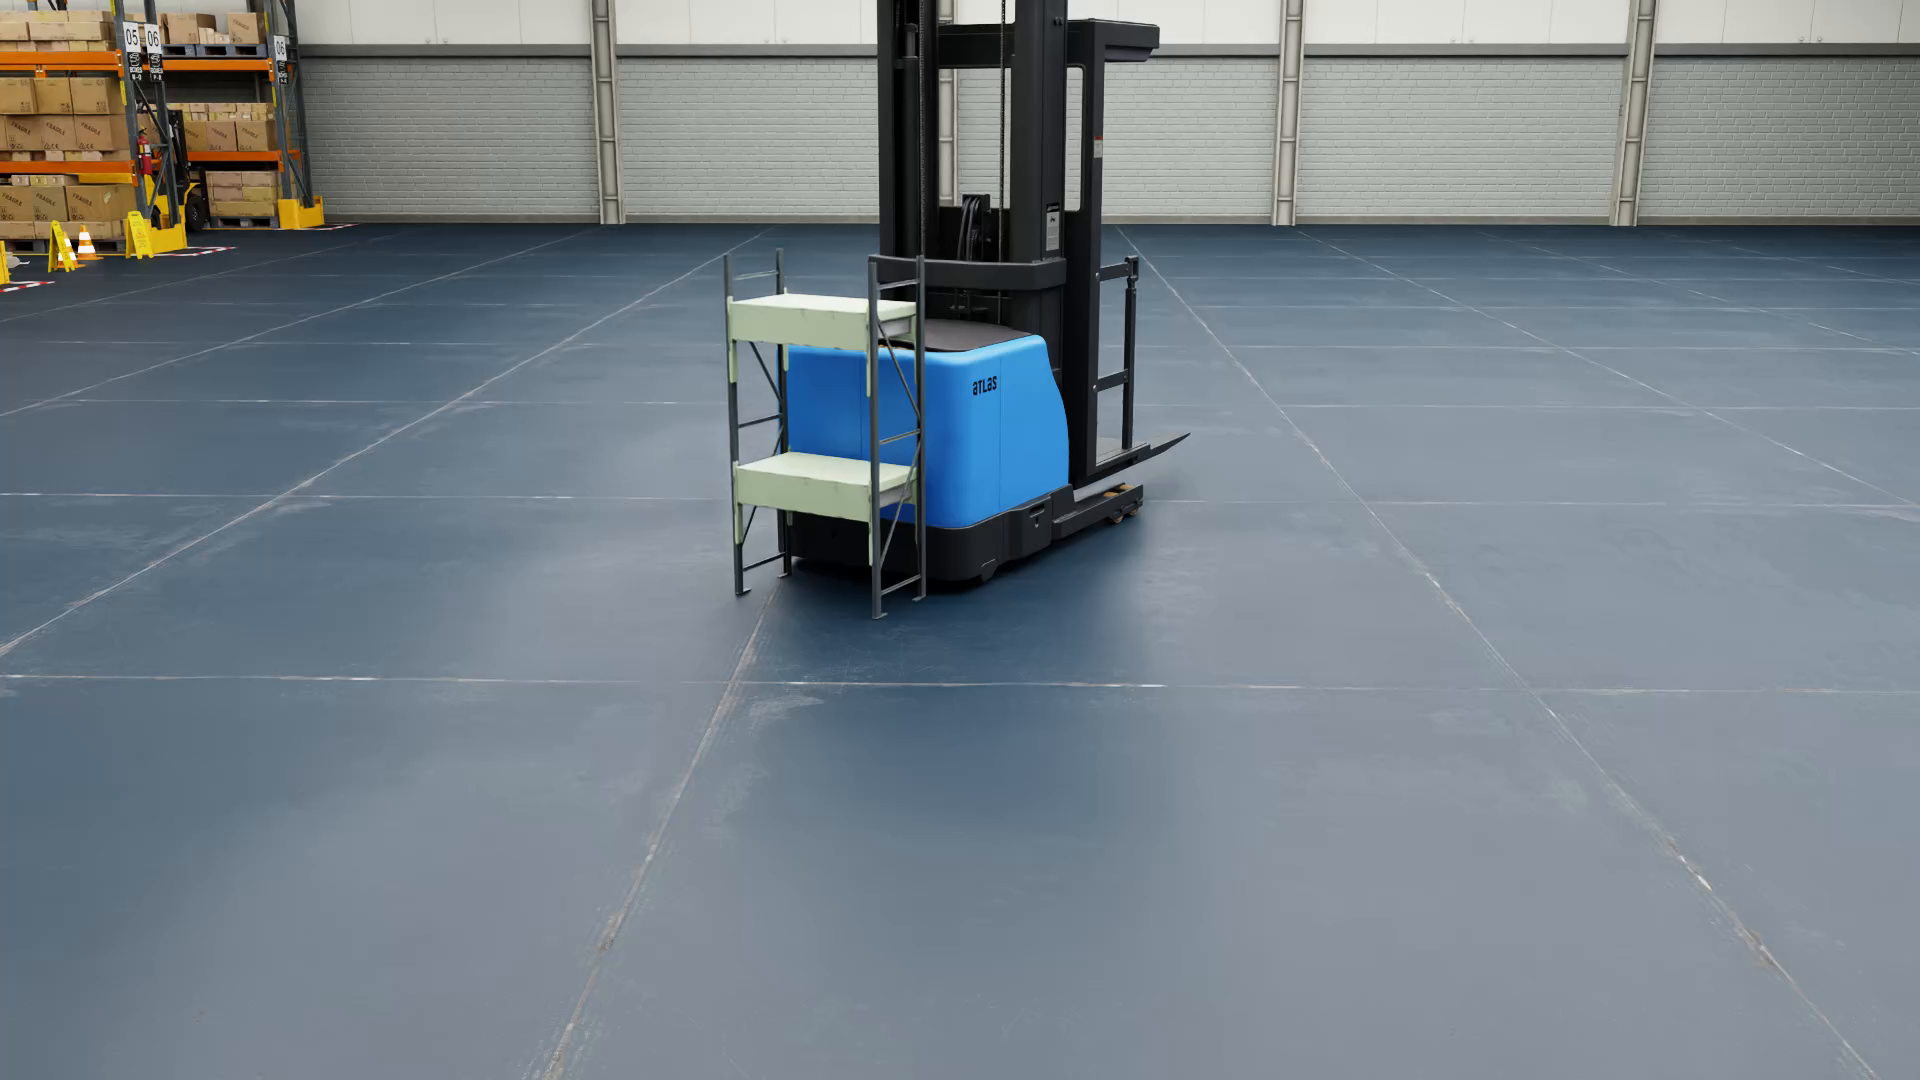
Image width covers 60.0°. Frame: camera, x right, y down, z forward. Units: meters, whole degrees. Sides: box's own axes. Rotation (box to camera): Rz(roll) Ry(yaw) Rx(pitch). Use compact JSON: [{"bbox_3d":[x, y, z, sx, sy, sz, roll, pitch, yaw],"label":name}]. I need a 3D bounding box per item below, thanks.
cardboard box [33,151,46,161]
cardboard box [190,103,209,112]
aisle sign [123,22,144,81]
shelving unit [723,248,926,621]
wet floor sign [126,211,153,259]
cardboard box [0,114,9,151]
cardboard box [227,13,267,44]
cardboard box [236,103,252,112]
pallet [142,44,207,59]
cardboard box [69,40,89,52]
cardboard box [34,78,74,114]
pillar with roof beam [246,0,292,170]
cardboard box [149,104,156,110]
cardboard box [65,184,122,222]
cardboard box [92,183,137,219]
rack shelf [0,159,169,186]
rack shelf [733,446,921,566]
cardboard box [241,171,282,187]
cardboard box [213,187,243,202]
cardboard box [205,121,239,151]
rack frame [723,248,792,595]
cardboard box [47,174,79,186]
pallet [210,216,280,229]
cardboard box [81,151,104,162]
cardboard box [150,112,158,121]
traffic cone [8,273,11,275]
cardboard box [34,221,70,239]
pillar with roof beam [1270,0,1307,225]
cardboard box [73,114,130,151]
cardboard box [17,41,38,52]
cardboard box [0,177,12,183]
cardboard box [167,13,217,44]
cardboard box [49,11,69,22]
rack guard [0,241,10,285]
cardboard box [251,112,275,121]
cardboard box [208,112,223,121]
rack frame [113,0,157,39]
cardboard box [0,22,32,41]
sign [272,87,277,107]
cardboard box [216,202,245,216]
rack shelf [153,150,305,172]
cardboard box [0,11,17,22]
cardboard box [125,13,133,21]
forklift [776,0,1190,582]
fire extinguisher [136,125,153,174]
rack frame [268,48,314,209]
[{"bbox_3d":[-13.093,-5.529,23.908,0.250,0.149,0.380,1,15,2],"label":"cardboard box"},{"bbox_3d":[-12.951,-7.393,28.431,0.250,0.149,0.380,1,15,3],"label":"cardboard box"},{"bbox_3d":[-11.637,-6.873,23.414,0.004,0.787,0.394,0,15,1],"label":"aisle sign"},{"bbox_3d":[-0.576,-0.477,7.204,0.755,1.500,0.431,9,17,29],"label":"shelving unit"},{"bbox_3d":[-11.528,-4.278,23.289,0.232,0.644,0.267,6,16,21],"label":"wet floor sign"},{"bbox_3d":[-13.747,-5.832,23.787,0.500,0.500,0.500,1,15,2],"label":"cardboard box"},{"bbox_3d":[-12.017,-8.647,28.139,0.500,0.500,0.500,1,15,3],"label":"cardboard box"},{"bbox_3d":[-12.179,-7.404,28.473,0.250,0.149,0.380,0,15,2],"label":"cardboard box"},{"bbox_3d":[-13.497,-8.382,28.524,1.213,0.211,1.003,0,15,1],"label":"pallet"},{"bbox_3d":[-12.304,-6.943,23.390,0.250,0.149,0.380,0,15,2],"label":"cardboard box"},{"bbox_3d":[-12.713,-6.319,23.671,0.500,0.500,0.700,1,15,2],"label":"cardboard box"},{"bbox_3d":[-12.351,-8.993,24.788,0.400,9.000,9.100,0,15,1],"label":"pillar with roof beam"},{"bbox_3d":[-13.716,-7.425,28.552,0.250,0.149,0.380,0,15,2],"label":"cardboard box"},{"bbox_3d":[-12.499,-4.865,23.997,0.500,0.500,0.500,0,15,2],"label":"cardboard box"},{"bbox_3d":[-12.514,-5.002,24.517,0.500,0.500,0.500,0,15,0],"label":"cardboard box"},{"bbox_3d":[-13.690,-5.355,24.169,4.000,0.370,1.077,0,15,1],"label":"rack shelf"},{"bbox_3d":[-0.577,-0.161,7.287,0.720,0.370,0.431,9,17,29],"label":"rack shelf"},{"bbox_3d":[-12.036,-6.237,28.705,0.500,0.250,0.500,1,15,3],"label":"cardboard box"},{"bbox_3d":[-12.564,-6.001,28.792,0.500,0.250,0.500,0,15,1],"label":"cardboard box"},{"bbox_3d":[-12.585,-6.946,28.593,0.500,0.500,0.500,1,15,3],"label":"cardboard box"},{"bbox_3d":[-0.892,-0.524,7.383,0.023,1.500,0.400,9,17,29],"label":"rack frame"},{"bbox_3d":[-12.867,-5.164,23.858,0.250,0.149,0.380,1,15,3],"label":"cardboard box"},{"bbox_3d":[-12.334,-5.602,29.160,1.213,0.211,1.003,0,15,1],"label":"pallet"},{"bbox_3d":[-12.327,-5.490,23.761,0.250,0.149,0.380,0,15,1],"label":"cardboard box"},{"bbox_3d":[-13.710,-7.260,28.509,0.250,0.149,0.380,0,15,0],"label":"cardboard box"},{"bbox_3d":[-12.211,-3.566,20.950,0.334,0.463,0.336,0,15,1],"label":"traffic cone"},{"bbox_3d":[-13.024,-4.506,24.105,0.500,0.250,0.500,0,15,2],"label":"cardboard box"},{"bbox_3d":[5.643,-8.876,24.343,0.400,9.000,9.100,0,15,1],"label":"pillar with roof beam"},{"bbox_3d":[-12.241,-5.816,23.724,0.500,0.500,0.500,0,15,0],"label":"cardboard box"},{"bbox_3d":[-13.071,-6.962,23.460,0.250,0.149,0.380,0,15,1],"label":"cardboard box"},{"bbox_3d":[-16.864,-6.045,29.203,0.625,0.625,0.875,0,15,1],"label":"cardboard box"},{"bbox_3d":[-13.038,-8.679,28.261,0.500,0.500,0.700,0,15,2],"label":"cardboard box"},{"bbox_3d":[-12.549,-7.340,23.330,0.250,0.149,0.380,0,15,1],"label":"cardboard box"},{"bbox_3d":[-11.692,-3.218,19.559,0.348,0.500,1.175,0,15,1],"label":"rack guard"},{"bbox_3d":[-11.922,-7.249,28.468,0.250,0.149,0.380,1,15,2],"label":"cardboard box"},{"bbox_3d":[-12.683,-7.265,28.528,0.250,0.149,0.380,0,15,1],"label":"cardboard box"},{"bbox_3d":[-11.691,-8.591,23.262,0.127,3.000,1.000,0,15,1],"label":"rack frame"},{"bbox_3d":[-13.231,-7.152,23.400,0.500,0.250,0.500,1,15,3],"label":"cardboard box"},{"bbox_3d":[-11.596,-7.492,28.124,0.005,0.325,0.100,0,15,1],"label":"sign"},{"bbox_3d":[-12.543,-5.758,28.851,0.500,0.250,0.500,0,15,1],"label":"cardboard box"},{"bbox_3d":[-13.567,-6.621,28.967,4.000,0.370,1.077,0,15,1],"label":"rack shelf"},{"bbox_3d":[-13.307,-7.367,23.431,0.250,0.149,0.380,0,15,0],"label":"cardboard box"},{"bbox_3d":[-12.041,-7.459,23.781,0.250,0.149,0.380,0,15,1],"label":"cardboard box"},{"bbox_3d":[0.319,-1.556,8.492,1.130,2.935,3.031,9,17,29],"label":"forklift"},{"bbox_3d":[-11.588,-5.535,23.589,0.183,0.674,0.296,0,15,1],"label":"fire extinguisher"},{"bbox_3d":[-11.568,-6.956,28.826,0.127,3.000,1.000,0,15,1],"label":"rack frame"}]
